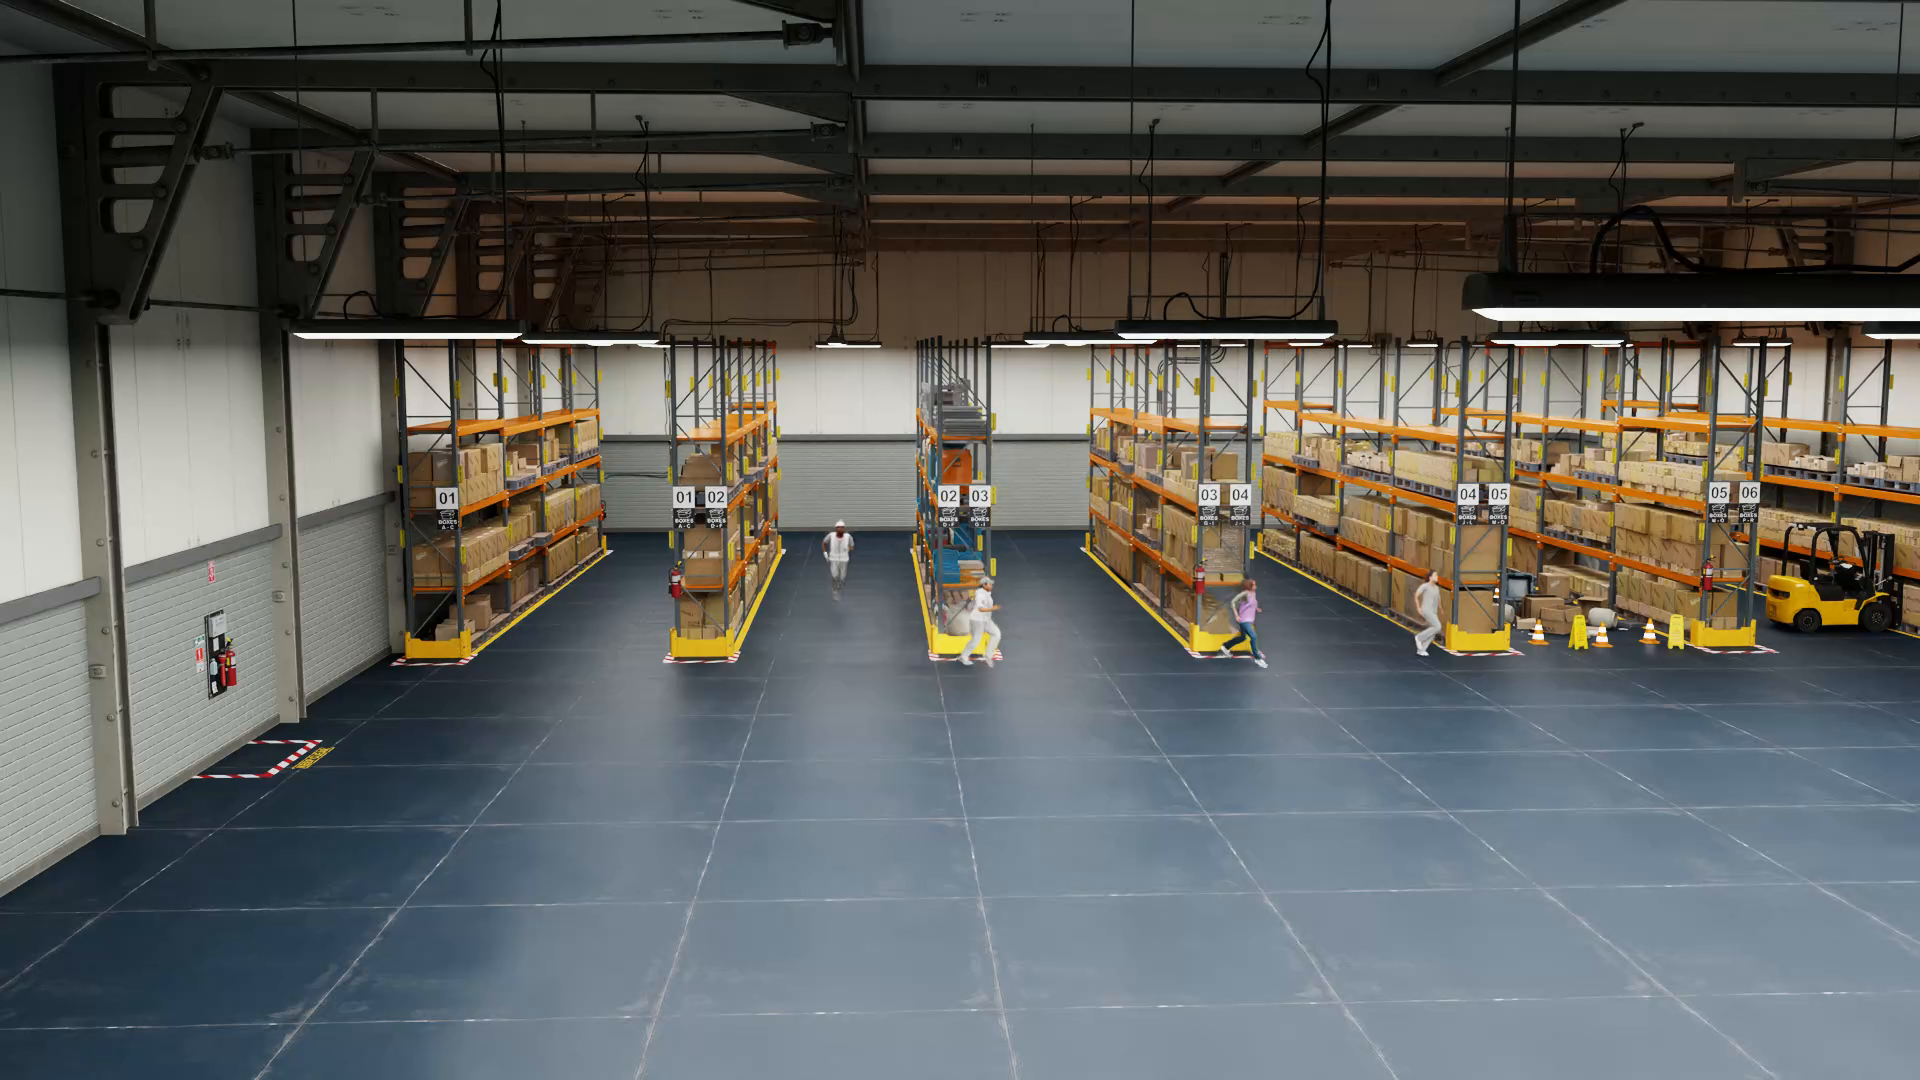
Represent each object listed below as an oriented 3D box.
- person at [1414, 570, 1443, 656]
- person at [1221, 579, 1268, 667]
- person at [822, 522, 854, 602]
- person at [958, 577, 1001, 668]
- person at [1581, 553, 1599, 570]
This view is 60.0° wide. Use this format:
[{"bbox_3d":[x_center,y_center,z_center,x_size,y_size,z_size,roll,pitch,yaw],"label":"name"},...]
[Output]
[{"bbox_3d":[8.910,1.371,31.337,0.590,1.602,0.506,-5,8,-39],"label":"person"},{"bbox_3d":[5.189,1.490,30.344,0.931,1.599,0.557,5,8,36],"label":"person"},{"bbox_3d":[-2.643,0.469,36.319,0.666,1.758,0.736,-1,7,-13],"label":"person"},{"bbox_3d":[0.364,1.494,30.107,0.811,1.683,0.628,2,7,16],"label":"person"},{"bbox_3d":[16.026,0.074,42.075,0.688,1.723,0.695,0,6,-3],"label":"person"}]
